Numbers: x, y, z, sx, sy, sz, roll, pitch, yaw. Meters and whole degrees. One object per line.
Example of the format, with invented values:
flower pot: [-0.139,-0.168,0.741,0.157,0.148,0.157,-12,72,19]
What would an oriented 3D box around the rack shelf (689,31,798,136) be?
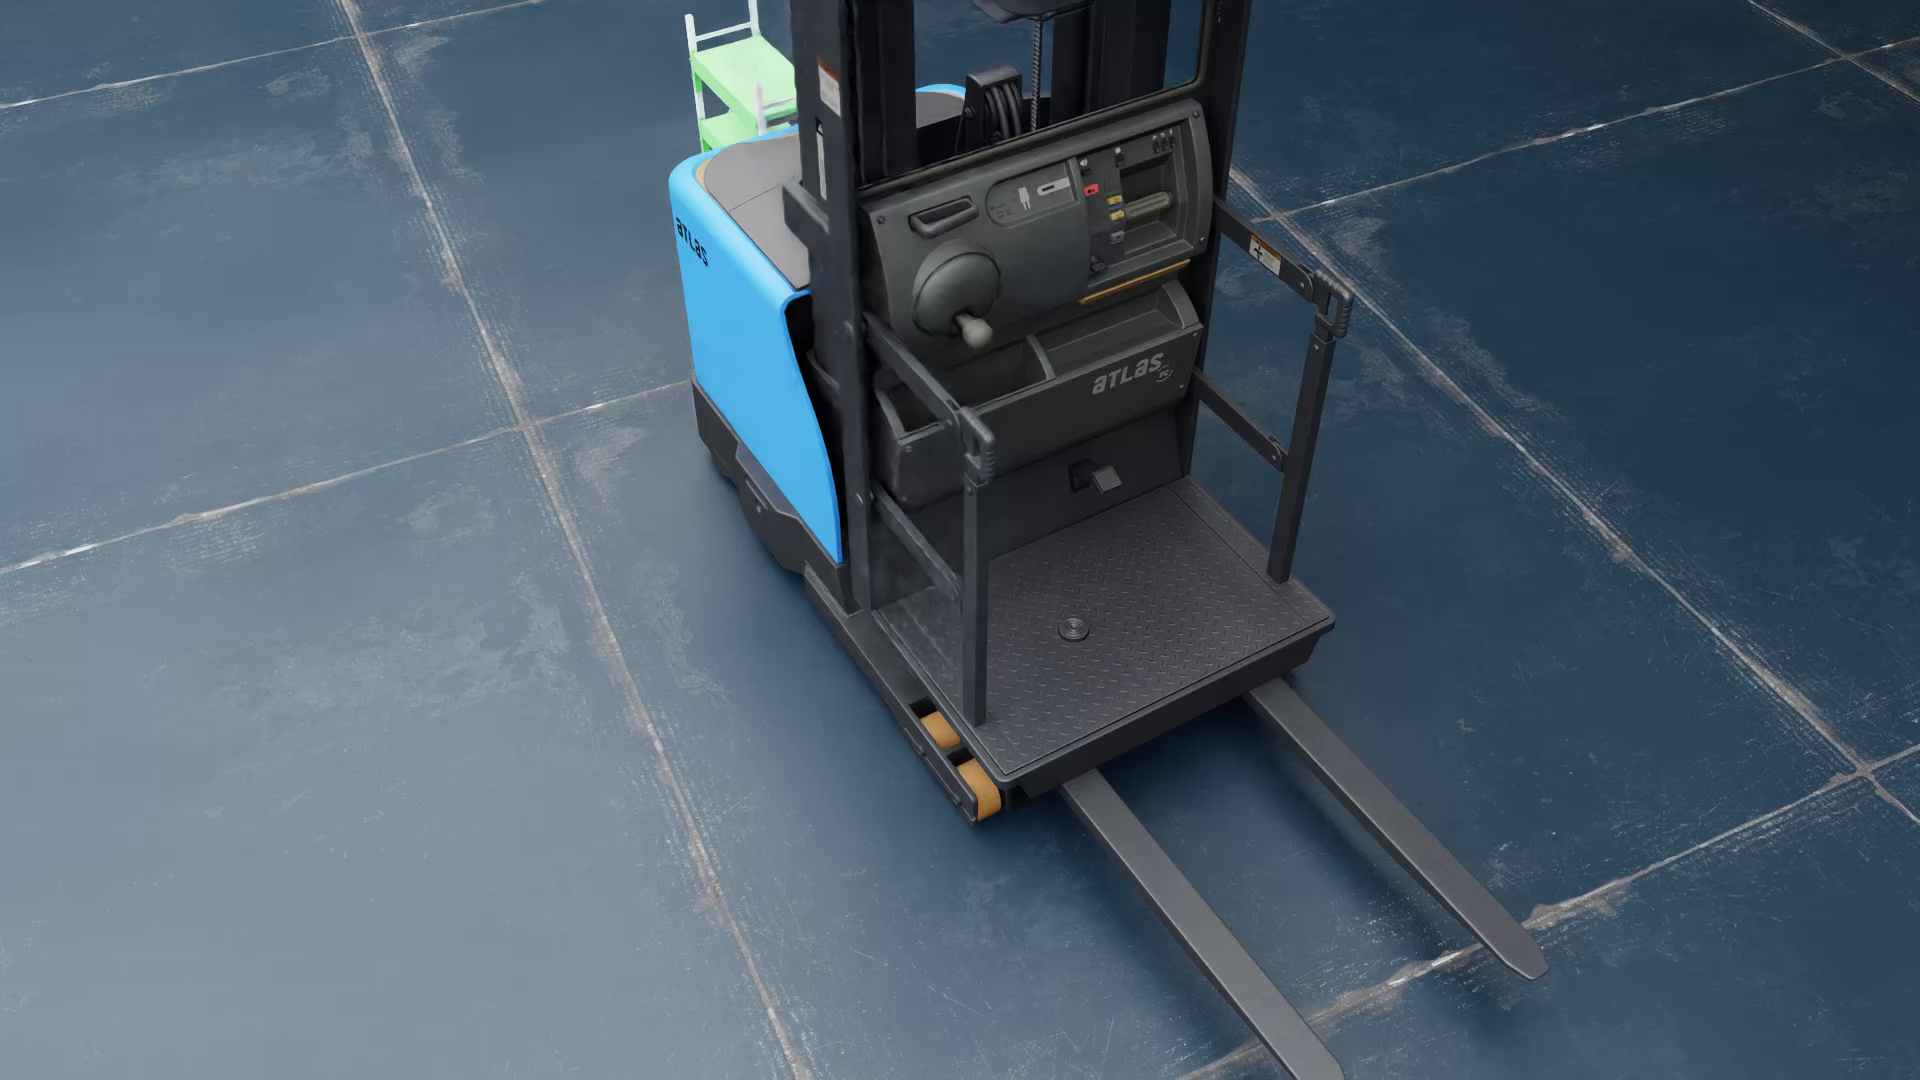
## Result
rack shelf: [-0.629,-1.403,5.225,0.258,0.148,0.480,-23,49,-22]

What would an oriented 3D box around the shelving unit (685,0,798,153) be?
shelving unit: [-0.629,-1.107,5.517,0.258,1.200,0.503,-23,49,-22]

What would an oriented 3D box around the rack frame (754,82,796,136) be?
rack frame: [-0.503,-0.960,5.368,0.240,1.200,0.015,-23,49,-22]

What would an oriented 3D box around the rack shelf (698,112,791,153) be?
rack shelf: [-0.629,-1.232,5.393,0.258,0.148,0.480,-23,49,-22]

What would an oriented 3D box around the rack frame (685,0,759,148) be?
rack frame: [-0.754,-1.253,5.666,0.240,1.200,0.015,-23,49,-22]

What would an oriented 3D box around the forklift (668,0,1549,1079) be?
forklift: [0.323,-0.665,3.837,1.130,2.935,3.031,-23,49,-22]
